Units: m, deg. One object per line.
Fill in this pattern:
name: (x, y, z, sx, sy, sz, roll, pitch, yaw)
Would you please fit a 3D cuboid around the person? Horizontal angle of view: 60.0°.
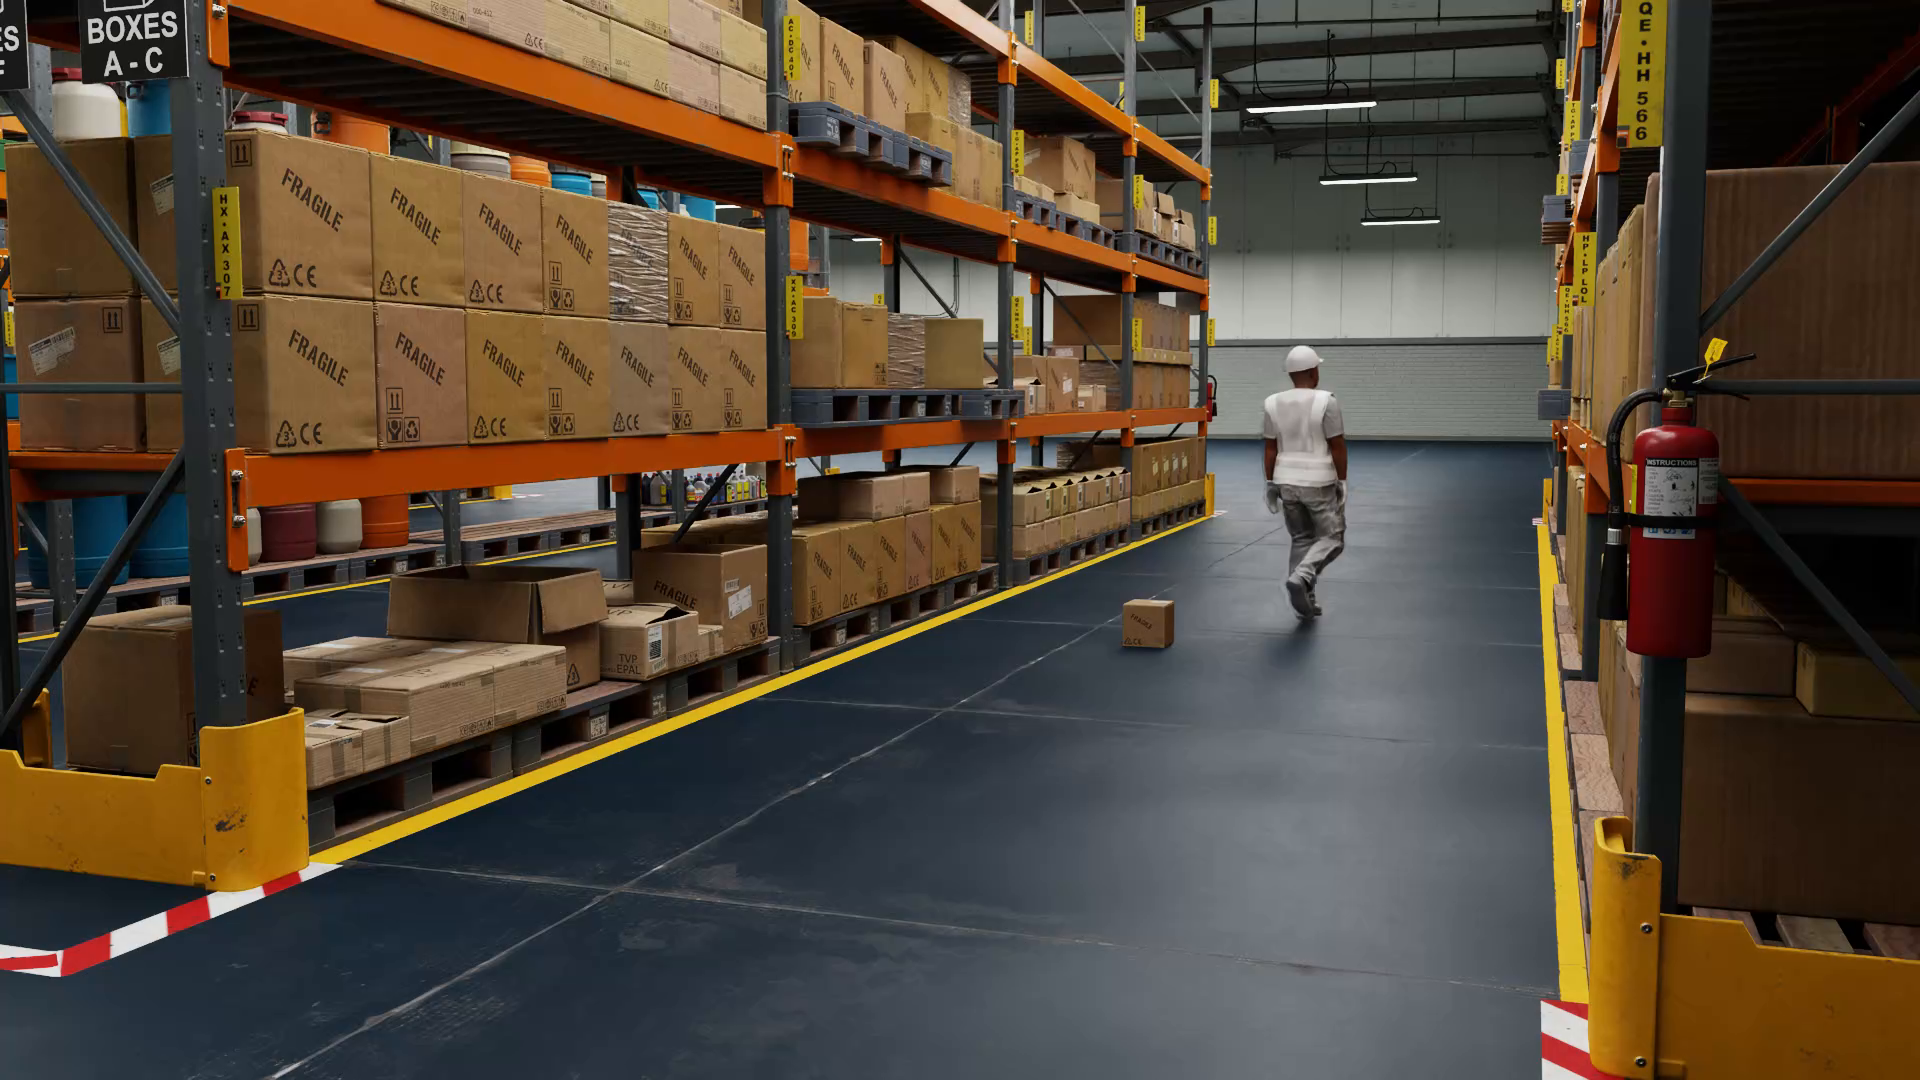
person: (2.215, -0.358, 10.671, 0.557, 1.767, 0.729, 4, 7, 40)
